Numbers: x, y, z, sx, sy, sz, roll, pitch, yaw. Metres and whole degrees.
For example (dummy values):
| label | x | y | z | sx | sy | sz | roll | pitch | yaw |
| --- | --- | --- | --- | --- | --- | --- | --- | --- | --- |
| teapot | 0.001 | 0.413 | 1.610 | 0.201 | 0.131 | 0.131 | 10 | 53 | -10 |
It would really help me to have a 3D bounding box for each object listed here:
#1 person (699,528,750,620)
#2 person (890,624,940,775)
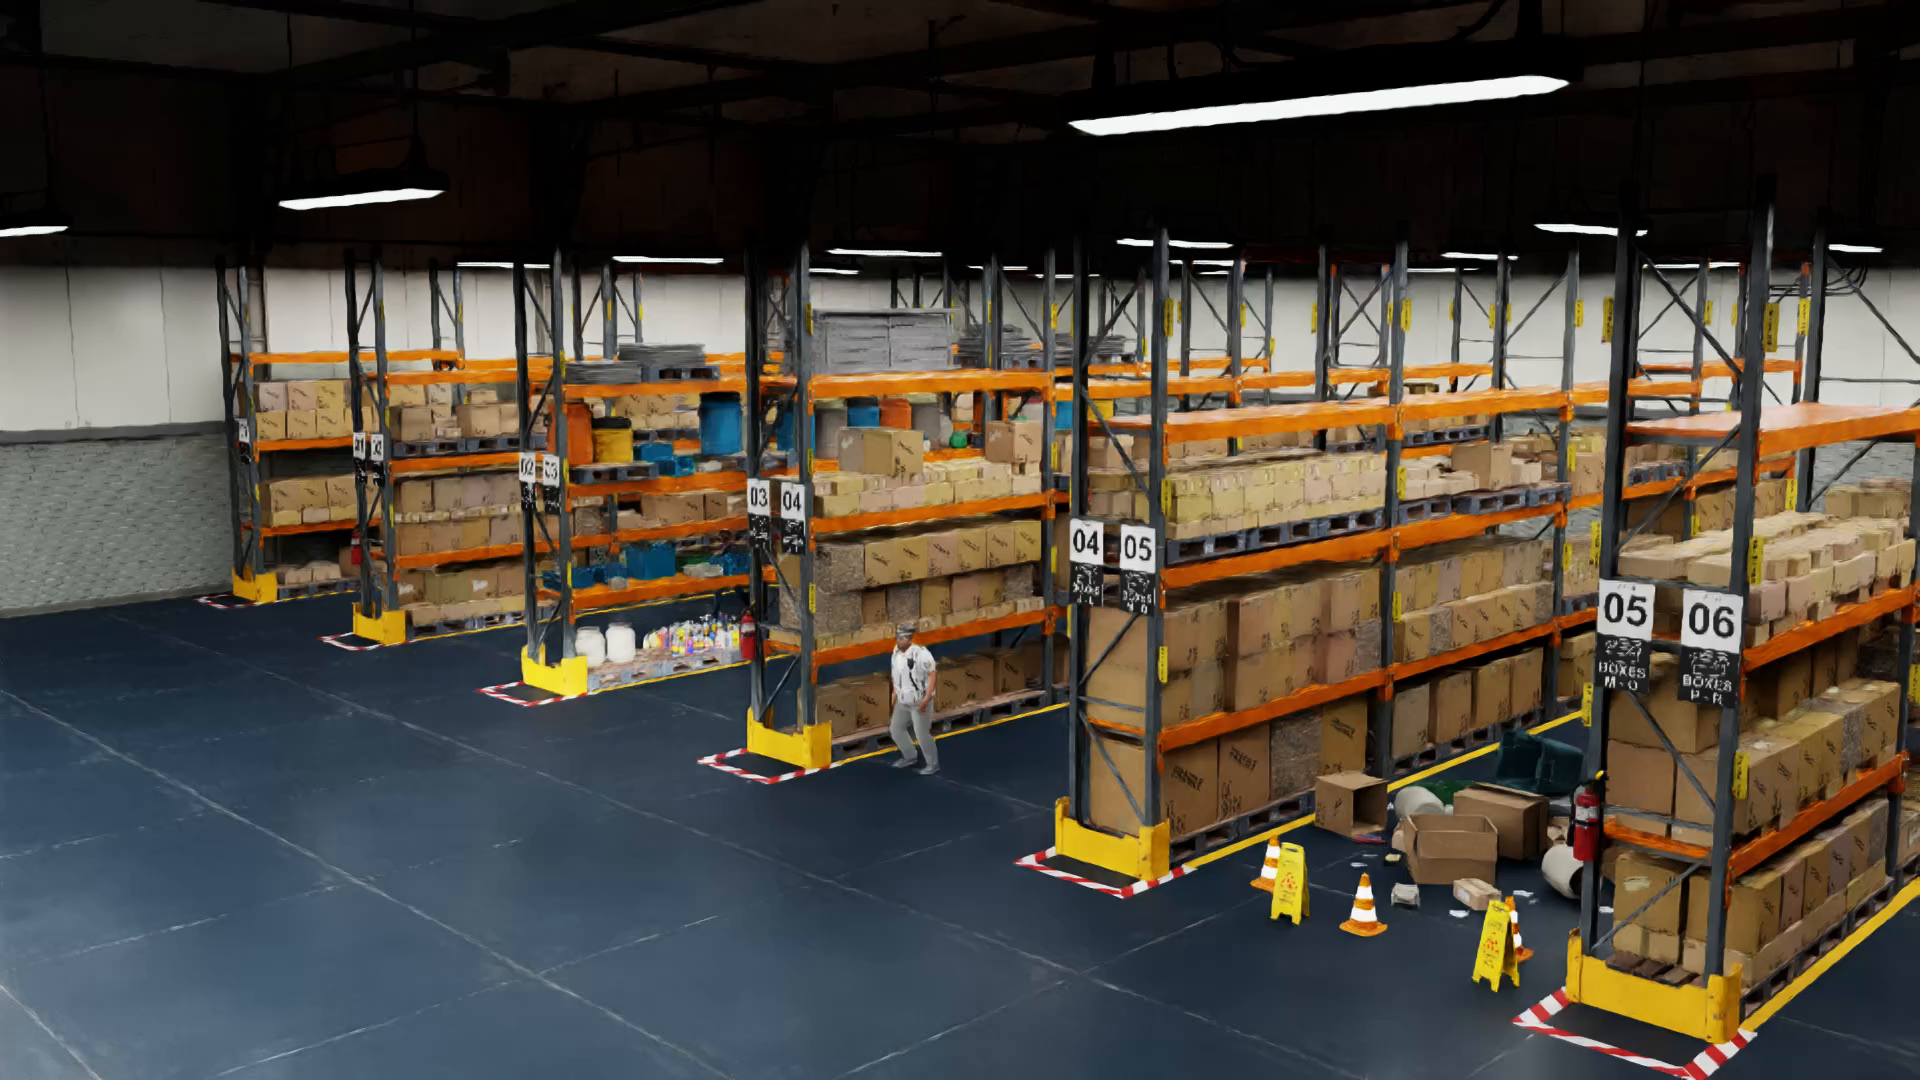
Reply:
| label | x | y | z | sx | sy | sz | roll | pitch | yaw |
| --- | --- | --- | --- | --- | --- | --- | --- | --- | --- |
| person | -3.779 | 0.553 | 27.155 | 0.961 | 1.531 | 0.408 | -6 | 10 | -36 |
| person | -0.513 | 1.733 | 18.362 | 0.682 | 1.715 | 0.542 | 7 | 11 | 42 |
